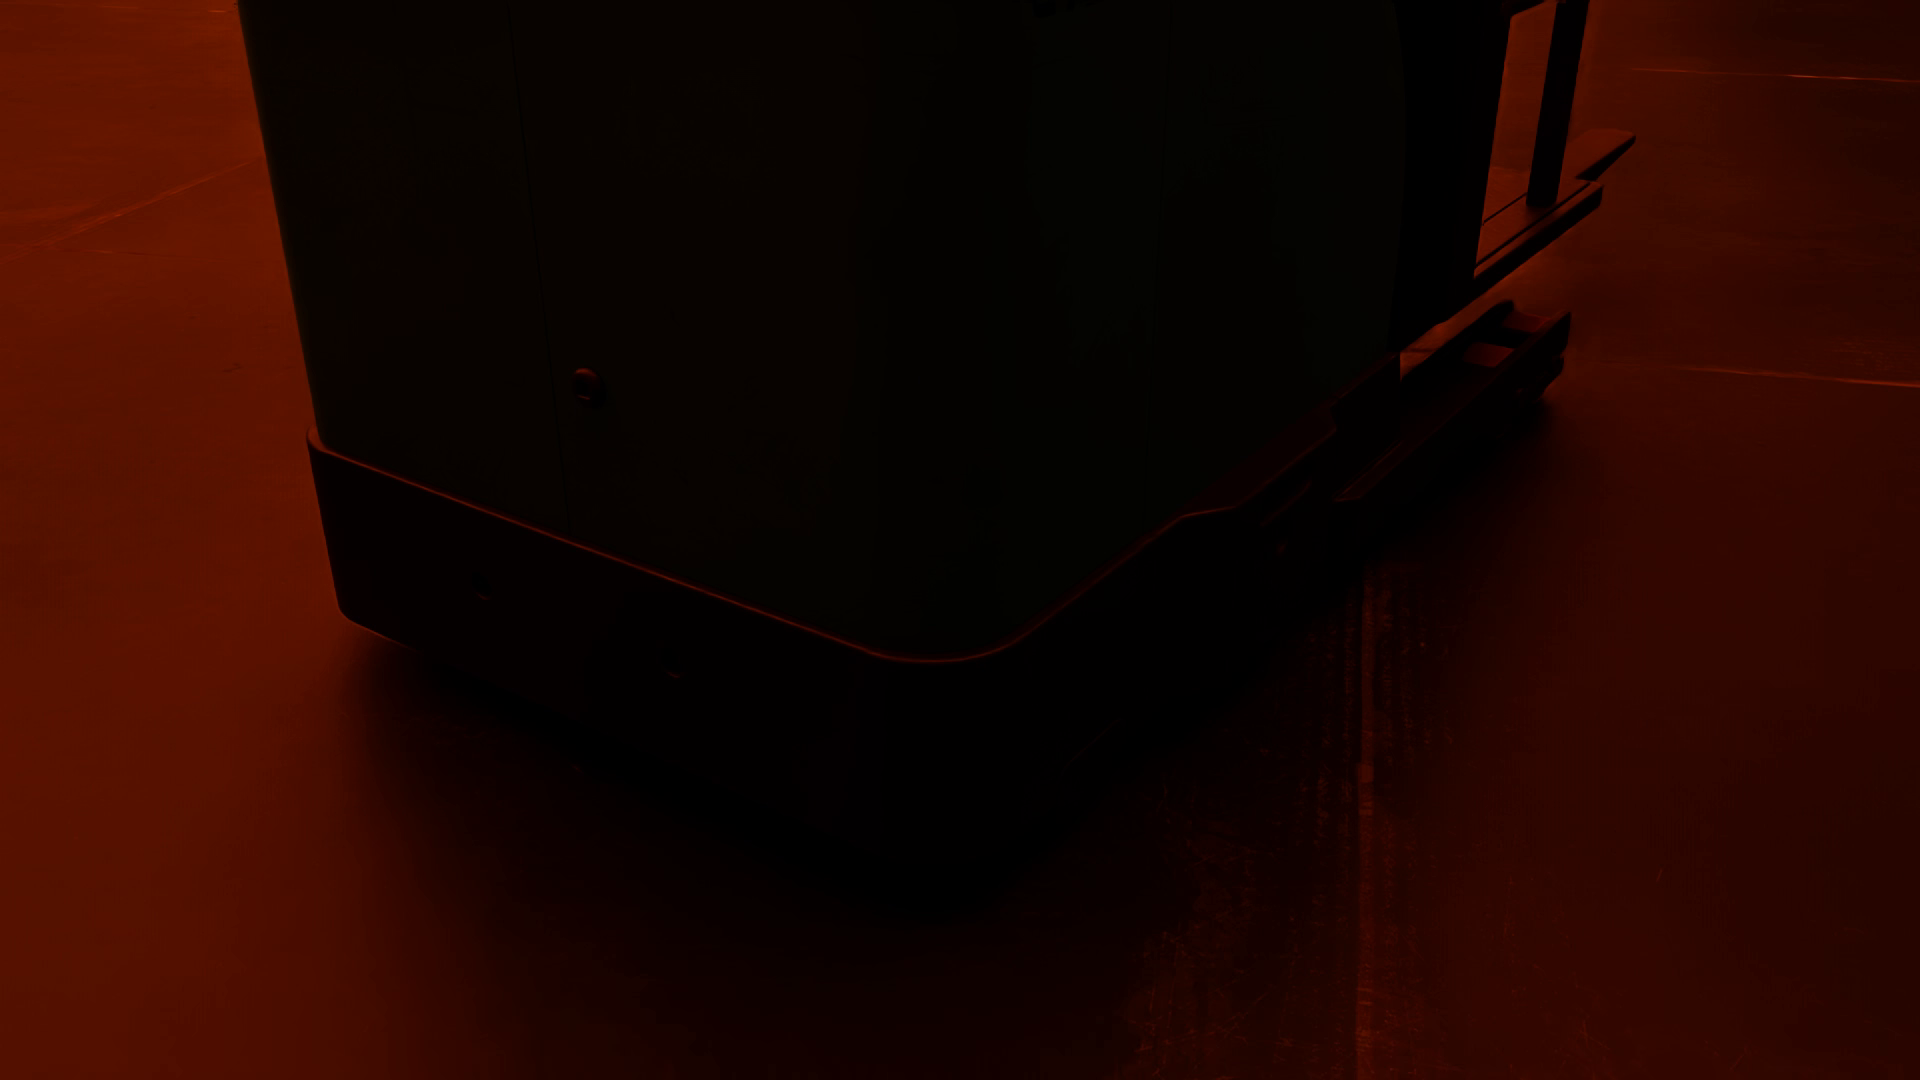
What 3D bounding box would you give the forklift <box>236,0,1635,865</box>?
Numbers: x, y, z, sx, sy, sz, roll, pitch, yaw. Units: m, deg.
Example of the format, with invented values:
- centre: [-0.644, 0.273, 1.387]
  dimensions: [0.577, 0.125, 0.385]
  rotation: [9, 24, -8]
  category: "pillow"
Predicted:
- centre: [0.435, -1.589, 2.396]
  dimensions: [1.130, 2.935, 3.031]
  rotation: [17, 32, 31]
  category: "forklift"
